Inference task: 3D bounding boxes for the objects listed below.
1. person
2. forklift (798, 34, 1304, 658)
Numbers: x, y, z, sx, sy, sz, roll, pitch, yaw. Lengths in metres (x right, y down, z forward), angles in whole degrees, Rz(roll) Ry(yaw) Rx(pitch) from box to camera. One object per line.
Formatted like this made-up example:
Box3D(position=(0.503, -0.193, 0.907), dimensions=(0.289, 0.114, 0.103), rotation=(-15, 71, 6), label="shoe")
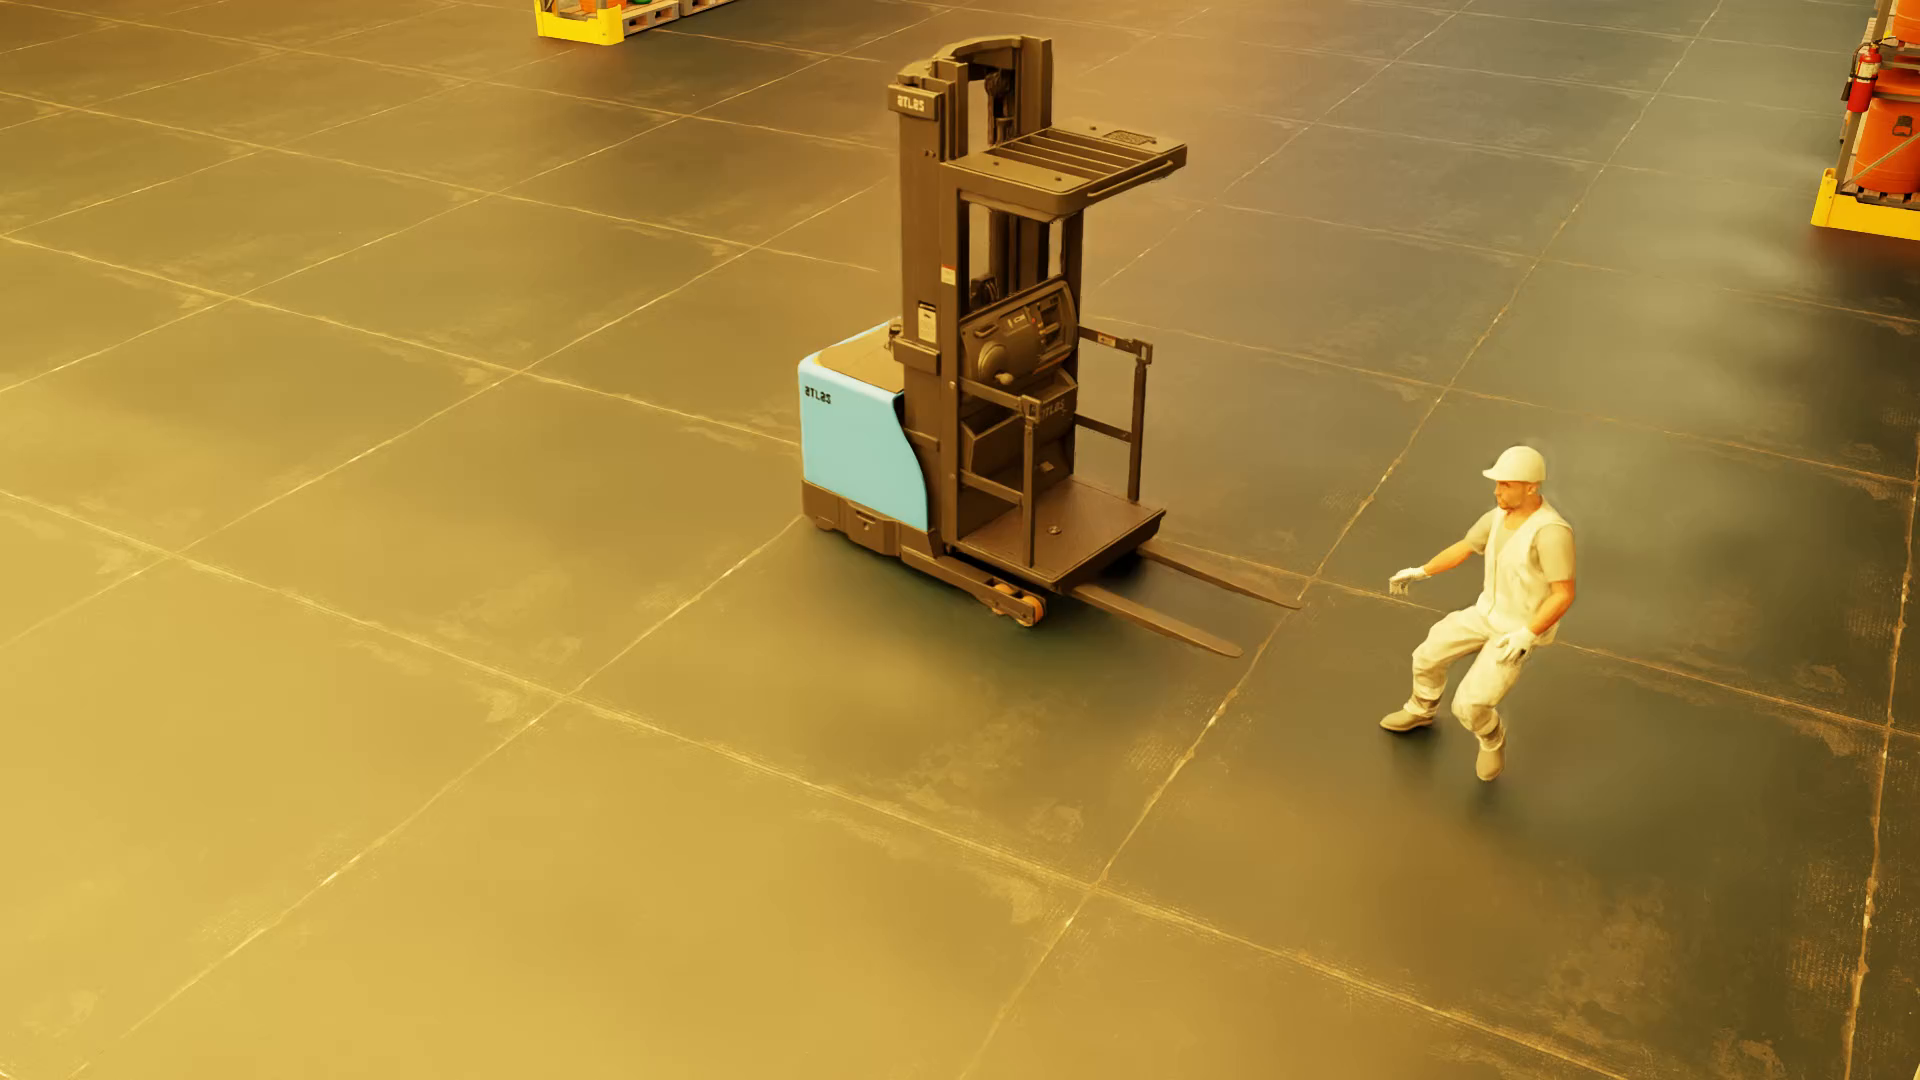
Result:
Box3D(position=(2.442, 0.346, 7.761), dimensions=(0.553, 1.651, 0.892), rotation=(-8, 31, -14), label="person")
Box3D(position=(0.486, -1.091, 8.962), dimensions=(3.031, 2.935, 1.130), rotation=(23, 37, 34), label="forklift")
